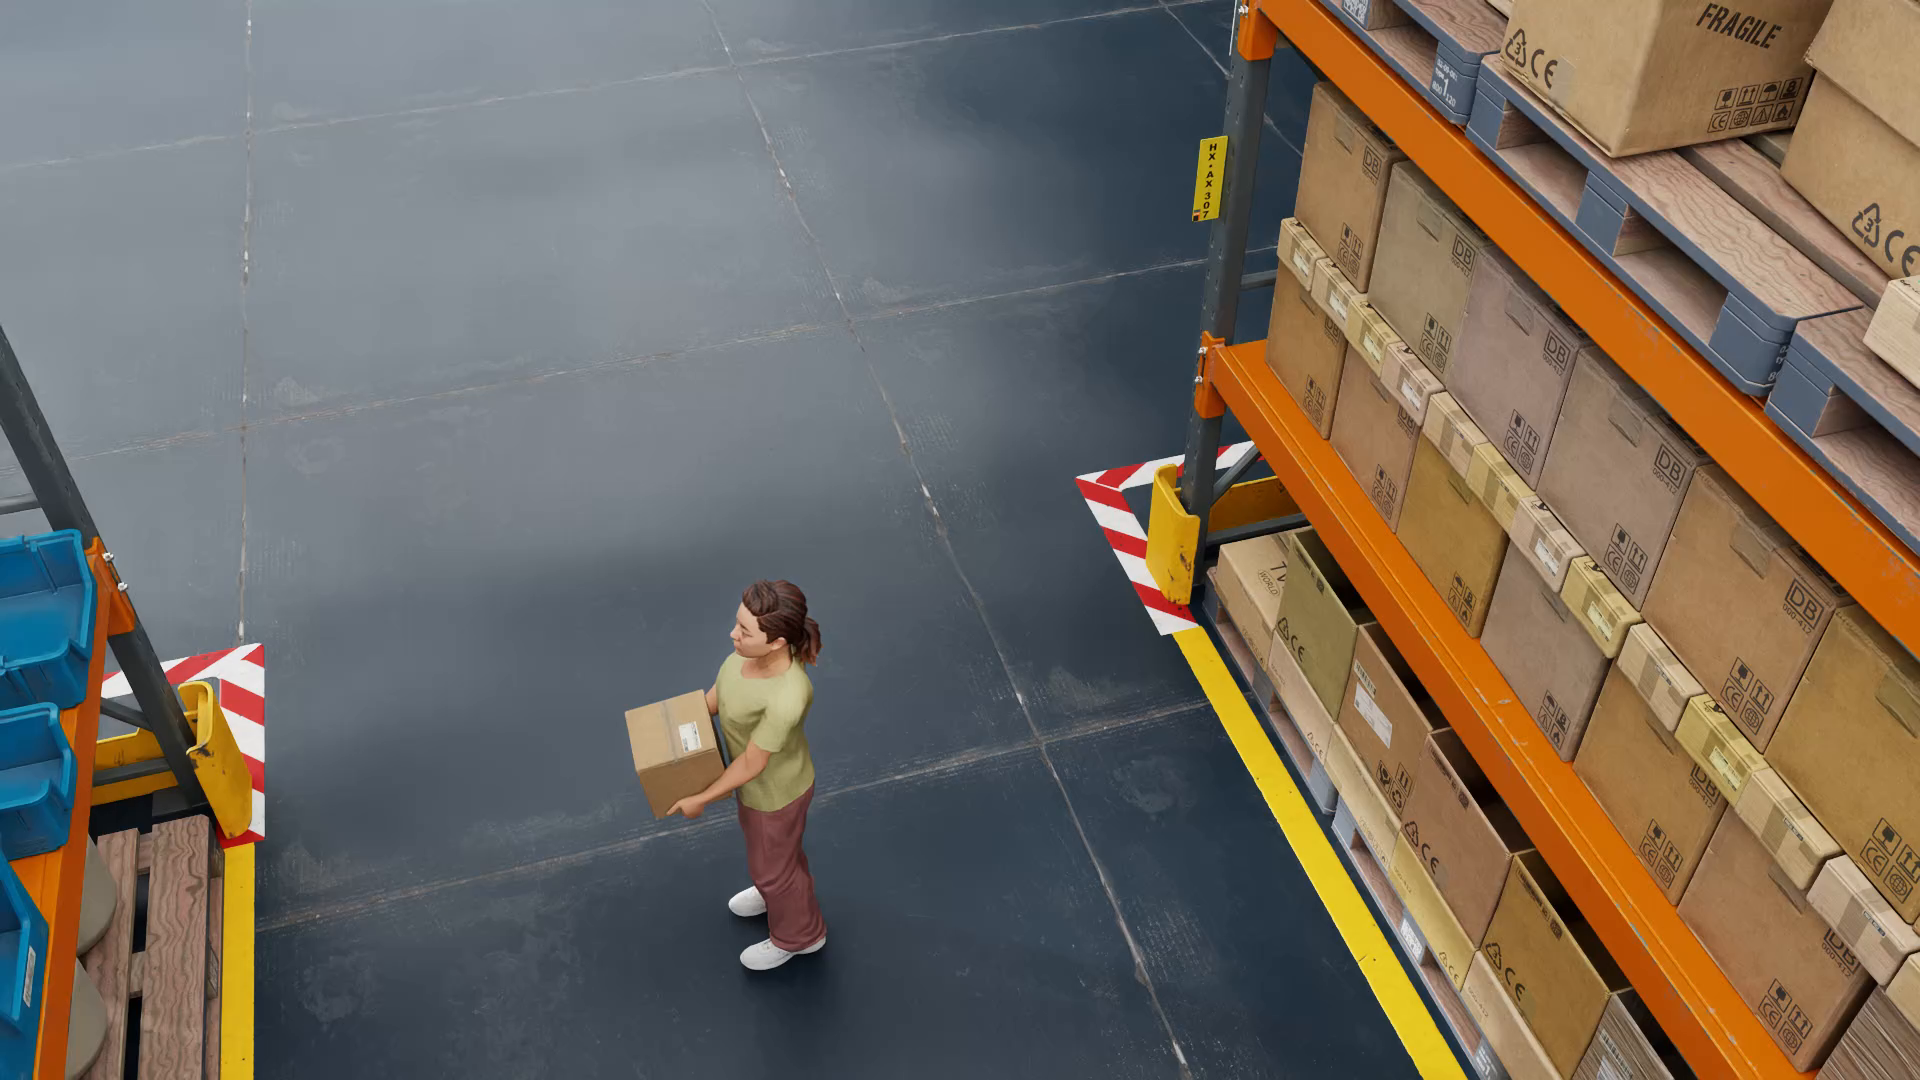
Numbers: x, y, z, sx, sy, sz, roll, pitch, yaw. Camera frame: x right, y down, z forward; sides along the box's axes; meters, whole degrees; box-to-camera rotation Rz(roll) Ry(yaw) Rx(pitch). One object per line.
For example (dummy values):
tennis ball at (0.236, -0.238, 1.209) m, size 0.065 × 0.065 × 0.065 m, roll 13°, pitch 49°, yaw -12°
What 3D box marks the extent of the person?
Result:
person at (-0.675, 0.768, 5.330) m, size 0.553 × 1.663 × 0.425 m, roll -11°, pitch 44°, yaw -12°
